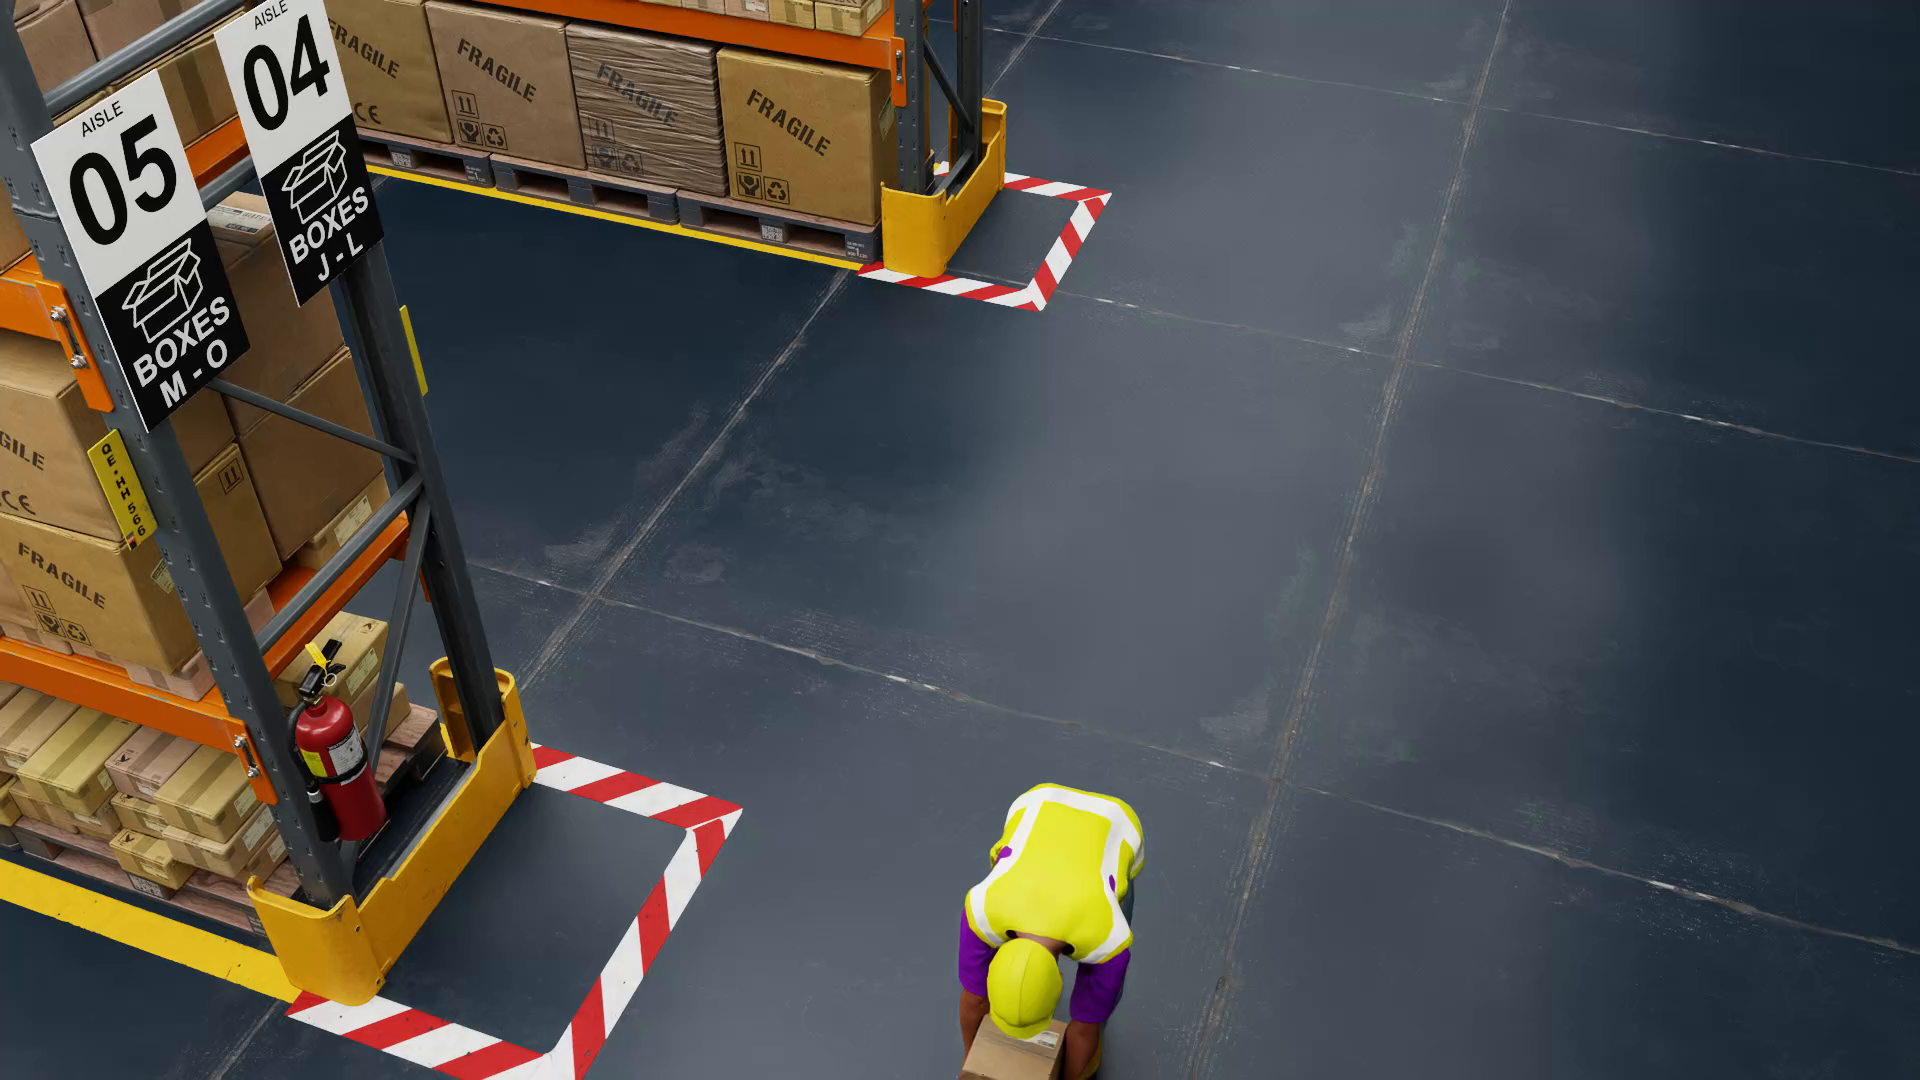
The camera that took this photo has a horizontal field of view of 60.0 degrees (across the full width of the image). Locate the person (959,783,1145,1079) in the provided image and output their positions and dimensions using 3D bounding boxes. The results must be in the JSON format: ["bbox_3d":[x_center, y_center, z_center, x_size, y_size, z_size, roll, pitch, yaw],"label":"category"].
[{"bbox_3d":[0.279,1.321,5.106,0.504,1.142,0.960,12,43,13],"label":"person"}]
